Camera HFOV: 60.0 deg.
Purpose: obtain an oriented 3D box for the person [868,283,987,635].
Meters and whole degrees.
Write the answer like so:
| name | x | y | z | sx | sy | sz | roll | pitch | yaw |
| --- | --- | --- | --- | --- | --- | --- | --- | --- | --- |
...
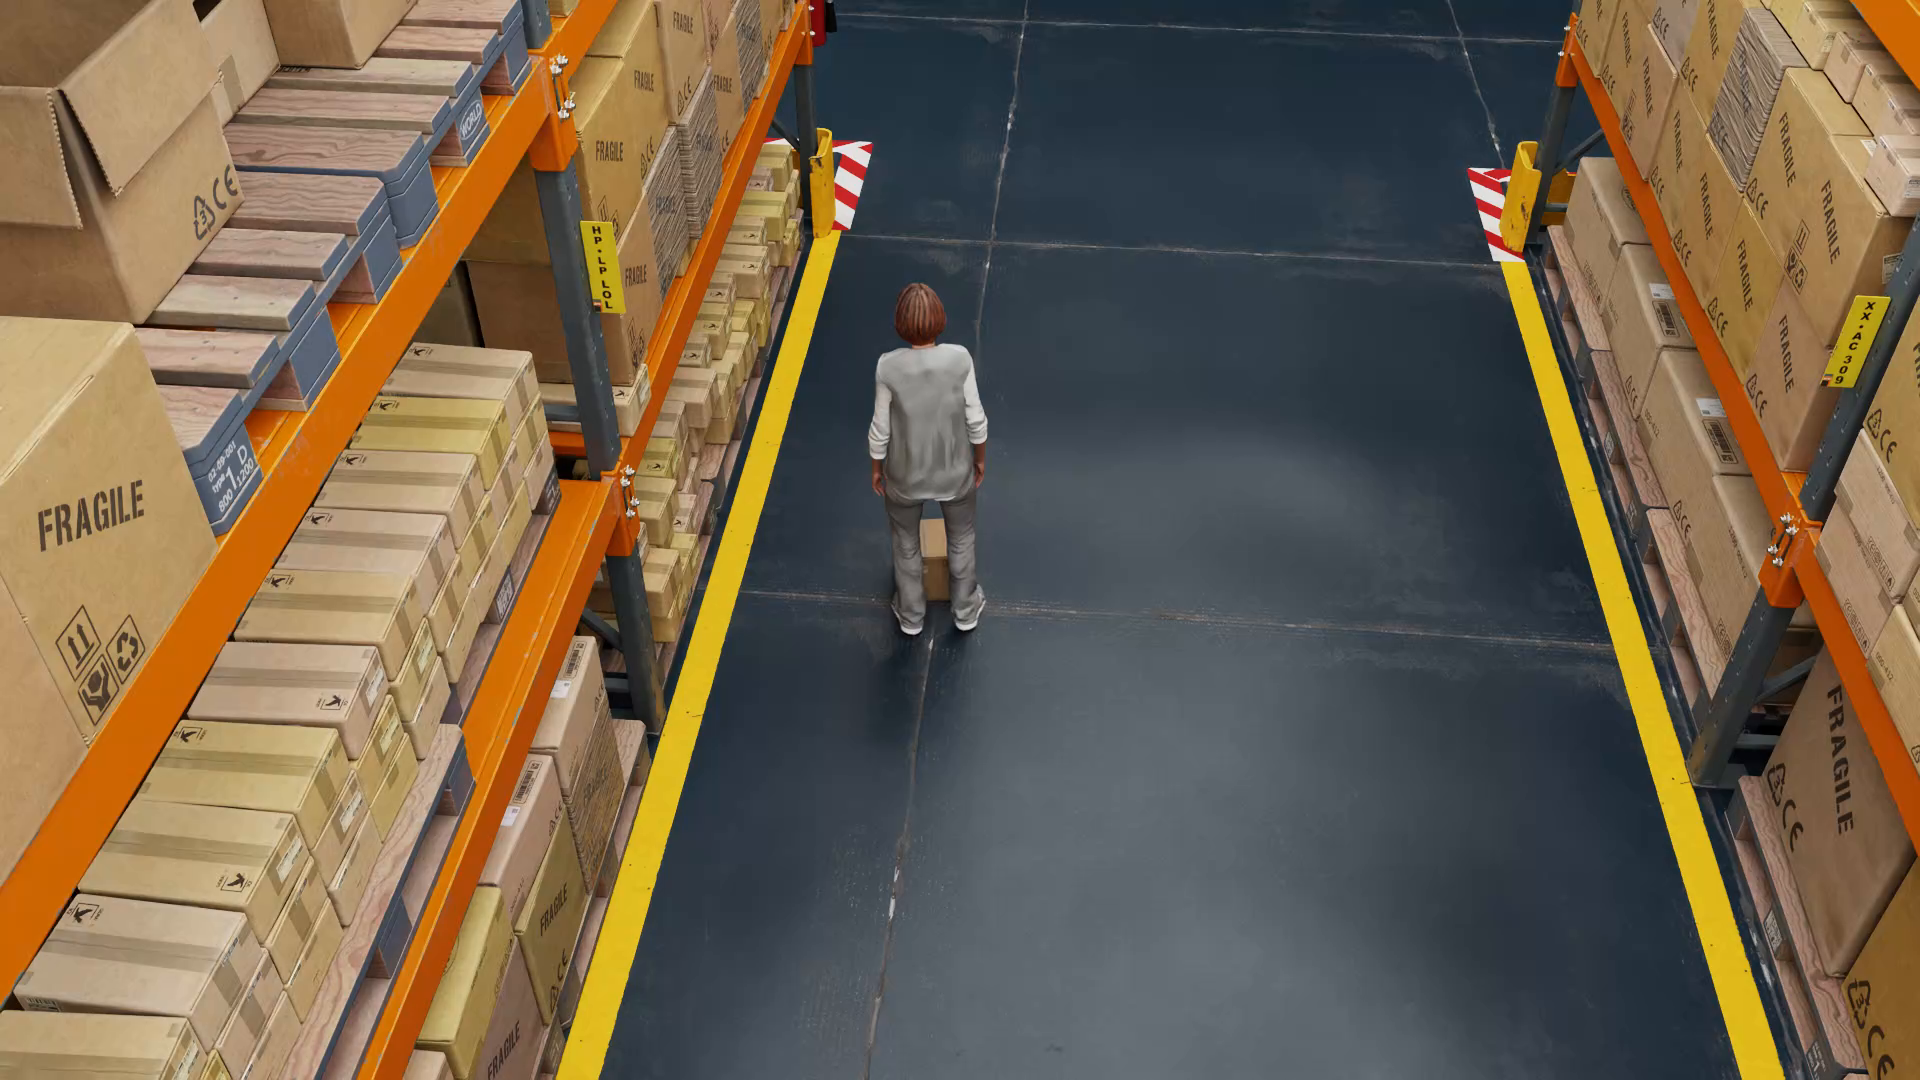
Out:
| name | x | y | z | sx | sy | sz | roll | pitch | yaw |
| --- | --- | --- | --- | --- | --- | --- | --- | --- | --- |
| person | -0.119 | -0.269 | 6.480 | 0.472 | 1.592 | 0.347 | -4 | 41 | -5 |
